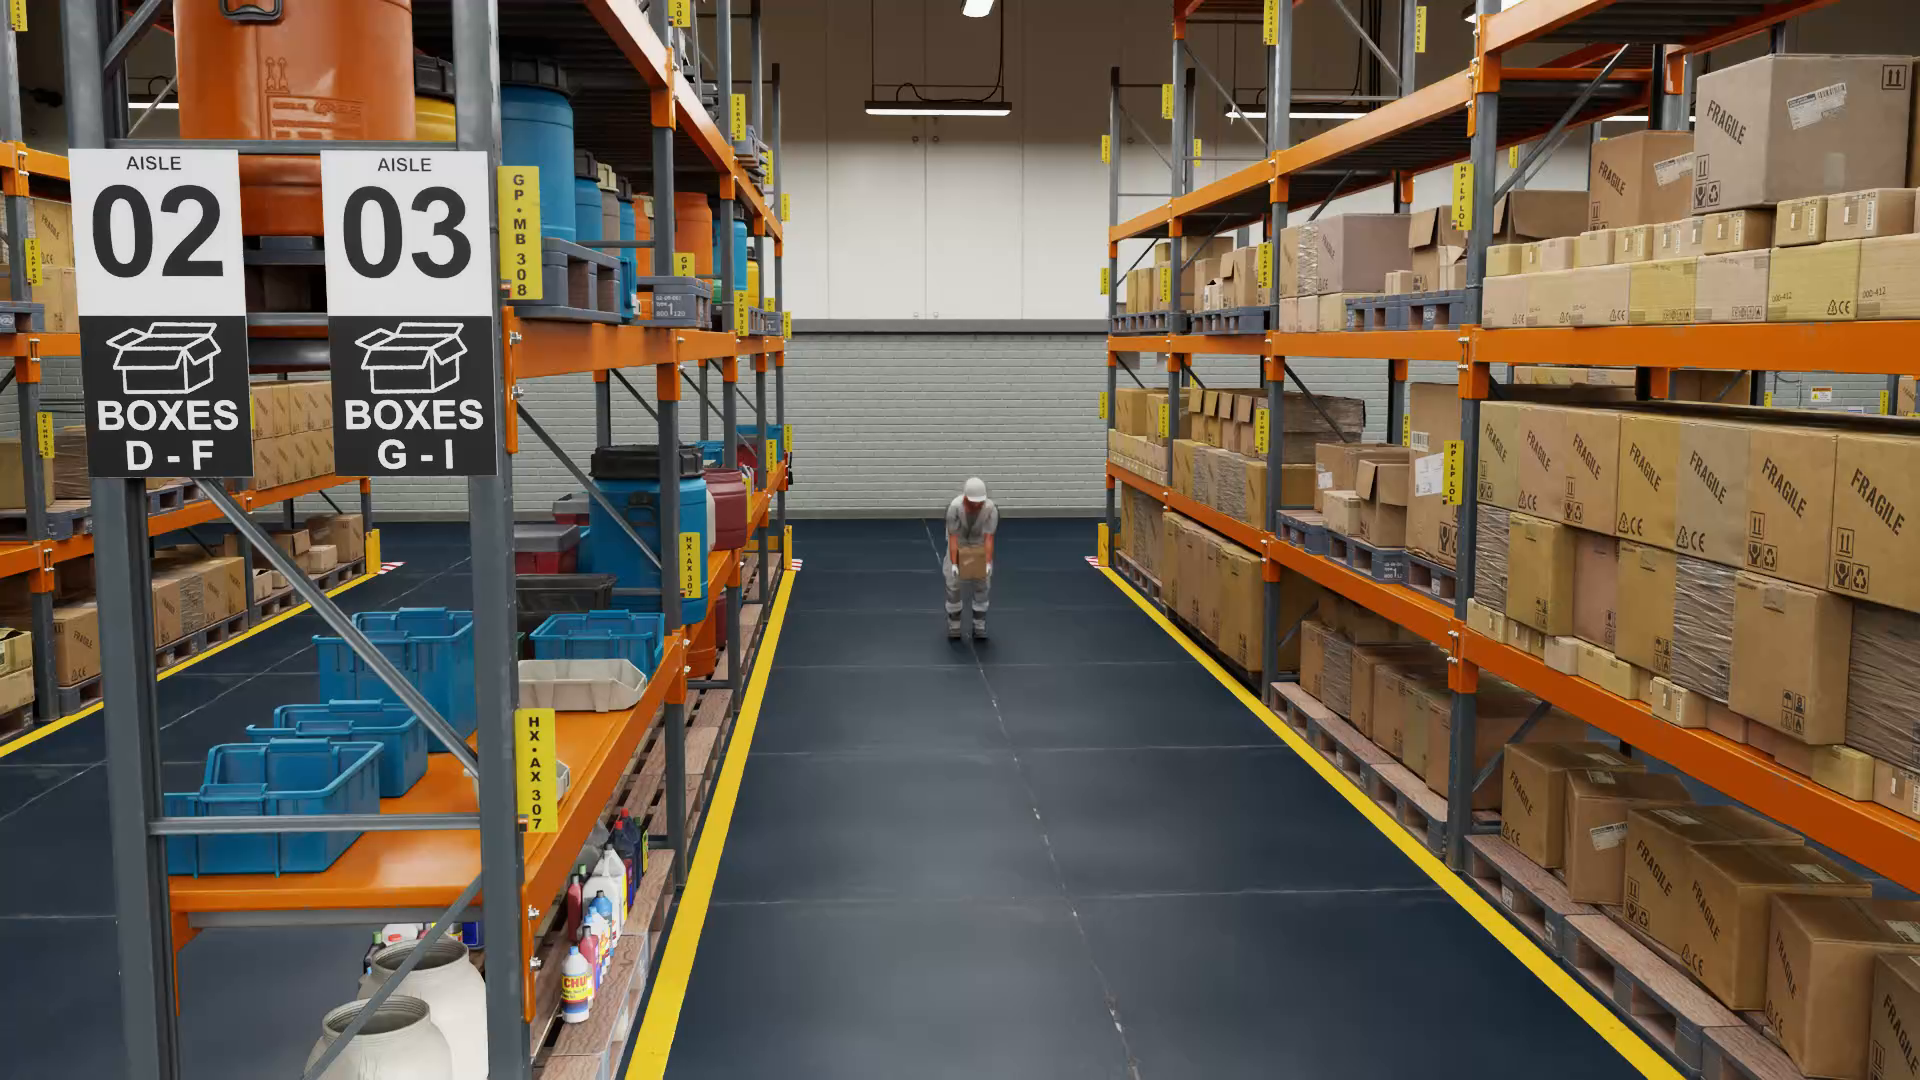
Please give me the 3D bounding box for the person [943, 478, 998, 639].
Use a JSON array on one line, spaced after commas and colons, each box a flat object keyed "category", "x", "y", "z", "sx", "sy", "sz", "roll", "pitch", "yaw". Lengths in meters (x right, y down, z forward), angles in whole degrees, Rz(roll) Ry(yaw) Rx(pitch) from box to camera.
[{"category": "person", "x": 0.097, "y": 0.165, "z": 15.335, "sx": 0.492, "sy": 1.528, "sz": 0.822, "roll": -1, "pitch": 7, "yaw": -5}]
